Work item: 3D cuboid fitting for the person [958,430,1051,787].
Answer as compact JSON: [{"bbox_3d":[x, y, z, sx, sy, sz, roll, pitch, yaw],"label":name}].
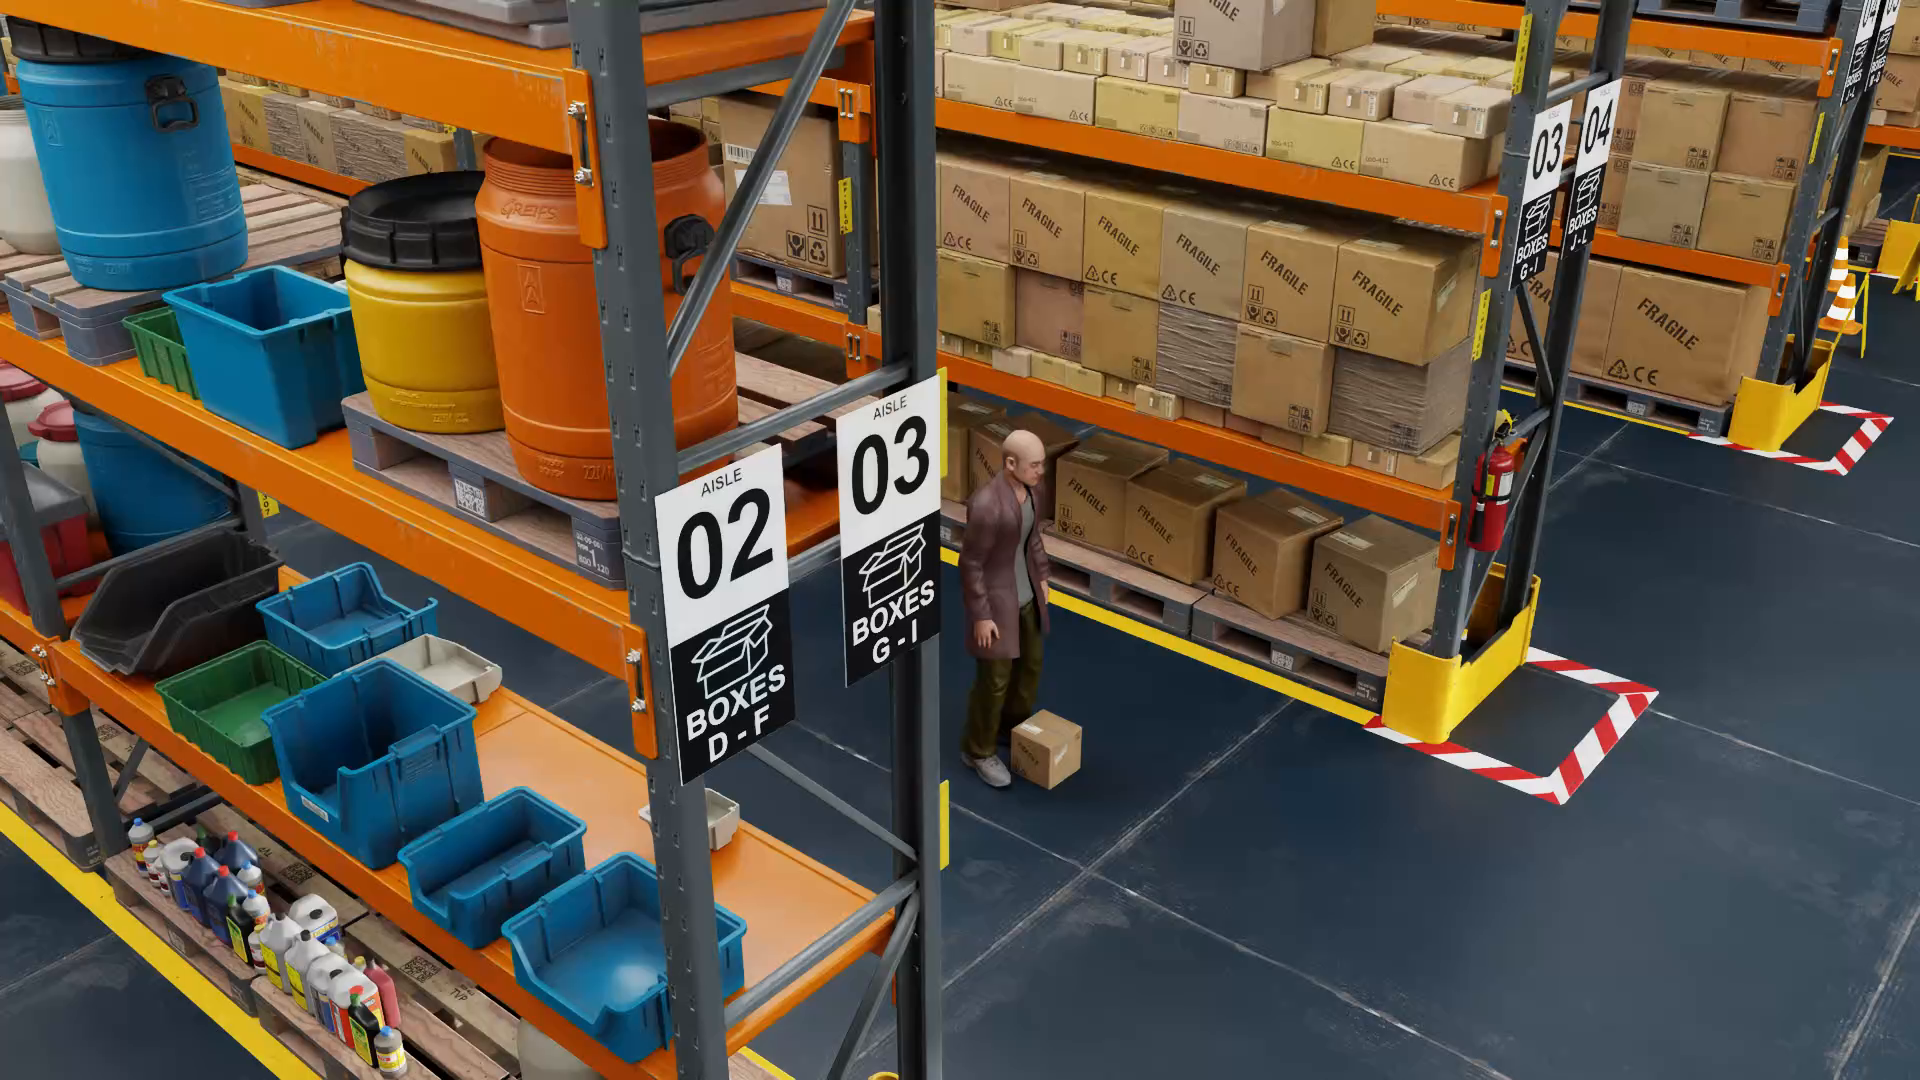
[{"bbox_3d":[0.238,0.288,8.071,0.429,1.772,0.648,18,32,32],"label":"person"}]
